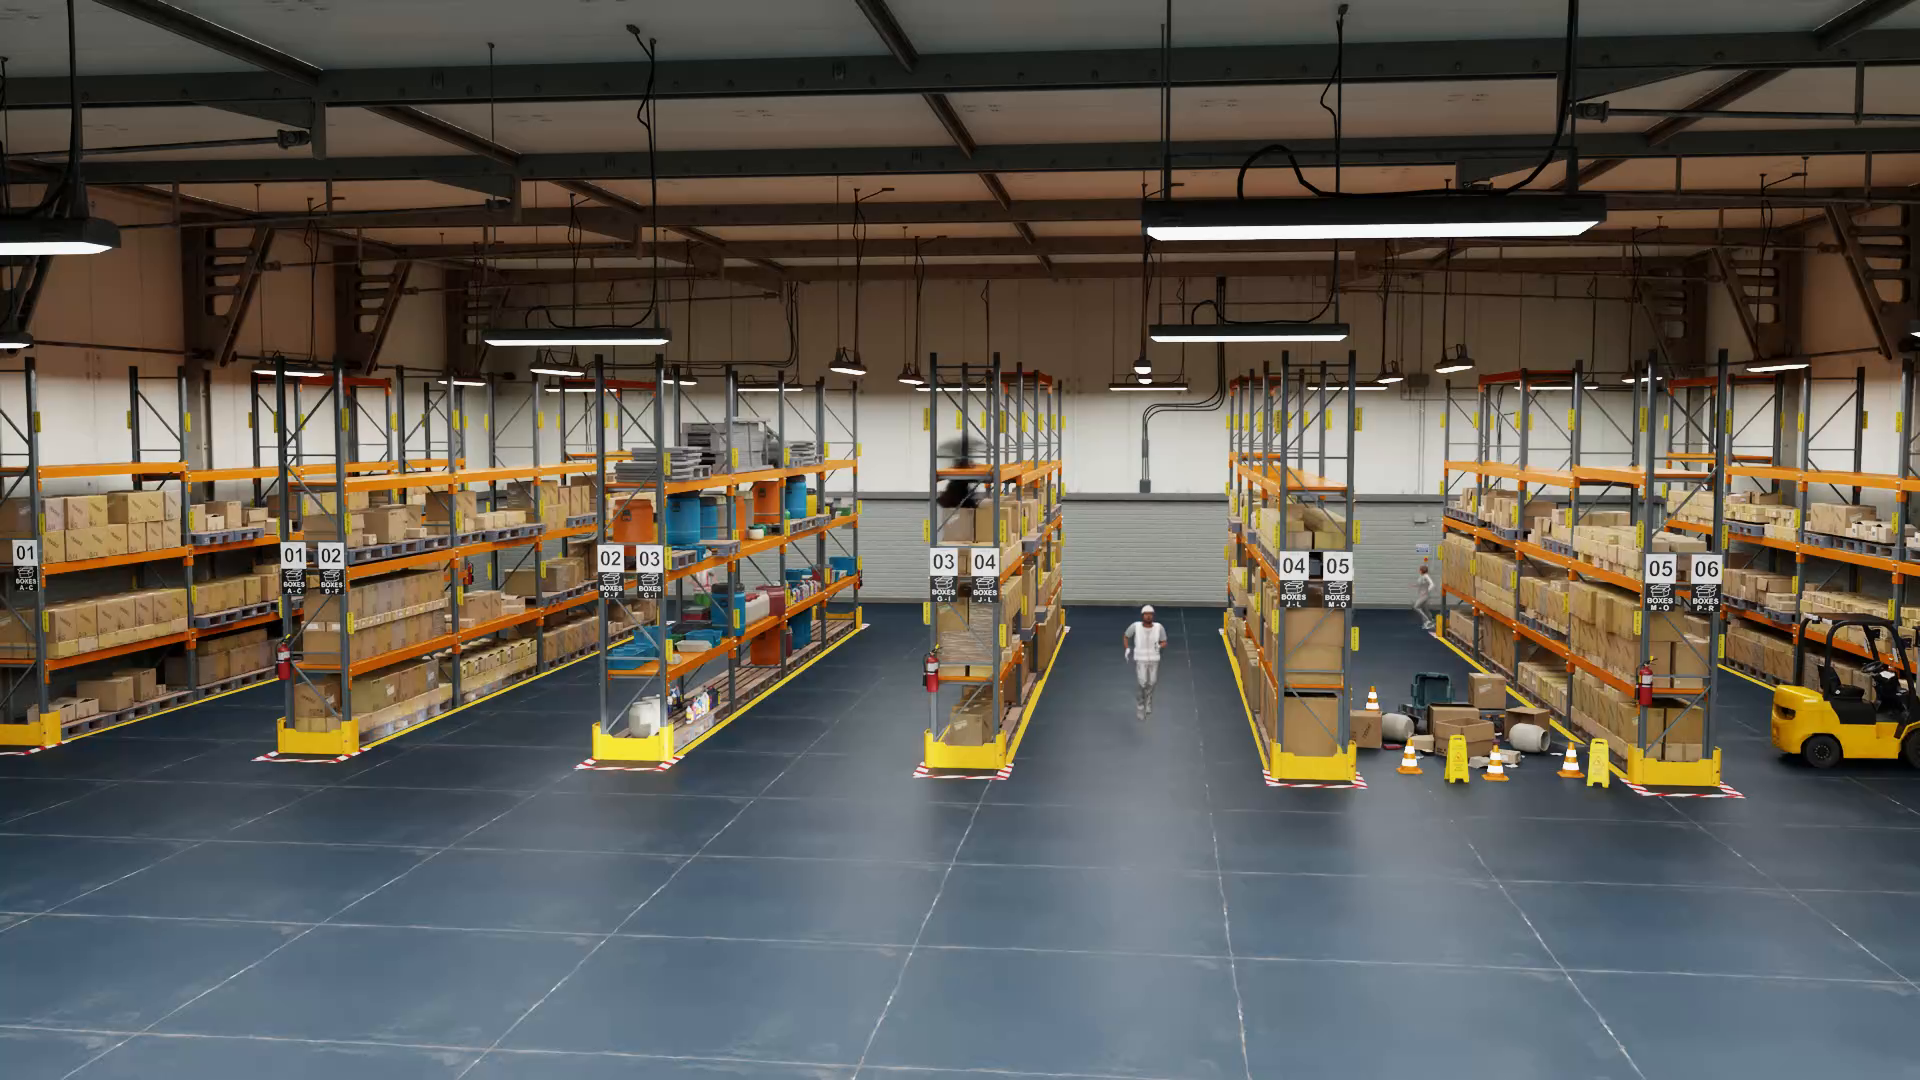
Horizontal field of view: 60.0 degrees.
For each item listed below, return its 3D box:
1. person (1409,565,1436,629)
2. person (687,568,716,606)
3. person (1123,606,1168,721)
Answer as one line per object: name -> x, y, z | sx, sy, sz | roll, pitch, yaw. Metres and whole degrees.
person -> 11.177, 1.382, 40.148 | 0.647, 1.563, 0.521 | 1, 4, 10
person -> -6.156, 1.269, 39.587 | 0.674, 1.786, 0.982 | 0, 4, -4
person -> 2.986, 1.970, 26.536 | 0.664, 1.843, 0.687 | 0, 4, -6
